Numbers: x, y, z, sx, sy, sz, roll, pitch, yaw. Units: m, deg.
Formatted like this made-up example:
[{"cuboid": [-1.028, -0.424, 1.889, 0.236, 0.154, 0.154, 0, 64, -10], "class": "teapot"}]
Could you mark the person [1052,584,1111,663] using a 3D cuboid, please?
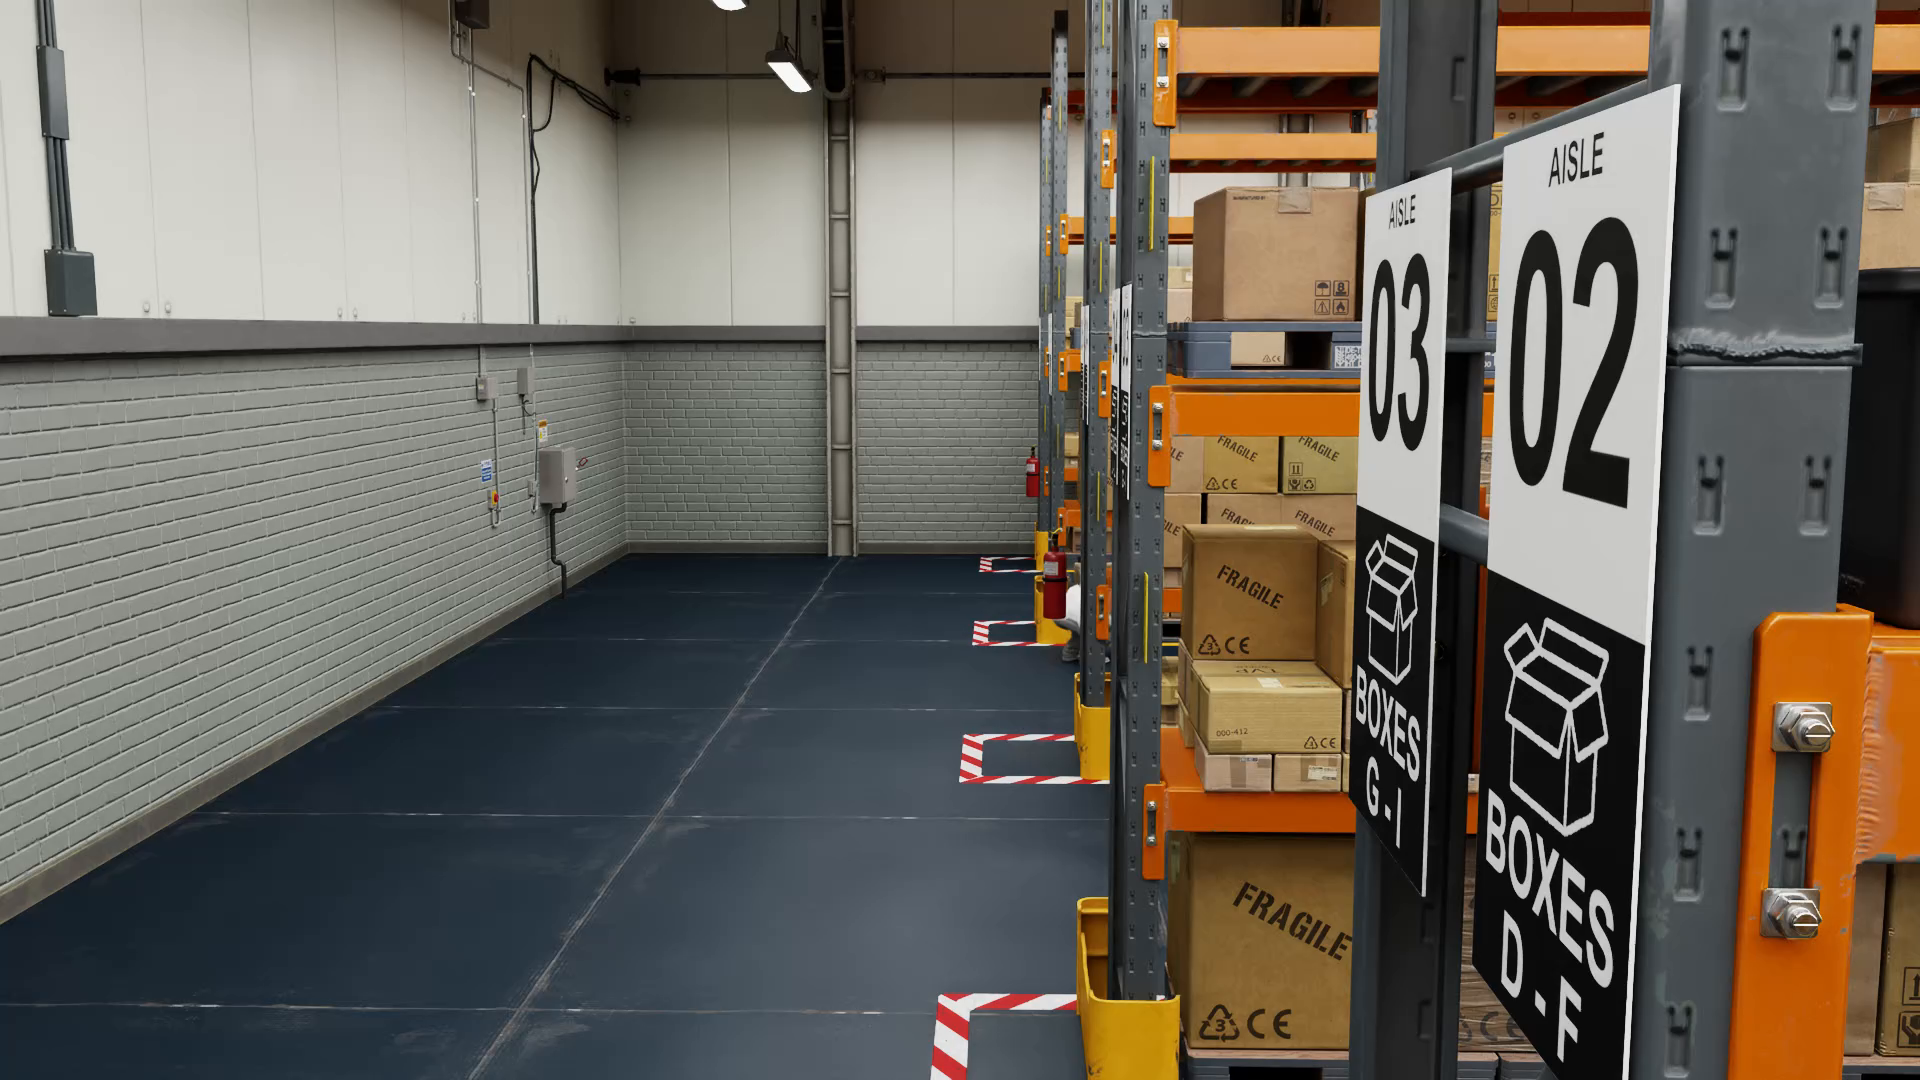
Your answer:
[{"cuboid": [1.296, 0.764, 15.348, 0.982, 0.802, 0.504, -4, 8, -26], "class": "person"}]
